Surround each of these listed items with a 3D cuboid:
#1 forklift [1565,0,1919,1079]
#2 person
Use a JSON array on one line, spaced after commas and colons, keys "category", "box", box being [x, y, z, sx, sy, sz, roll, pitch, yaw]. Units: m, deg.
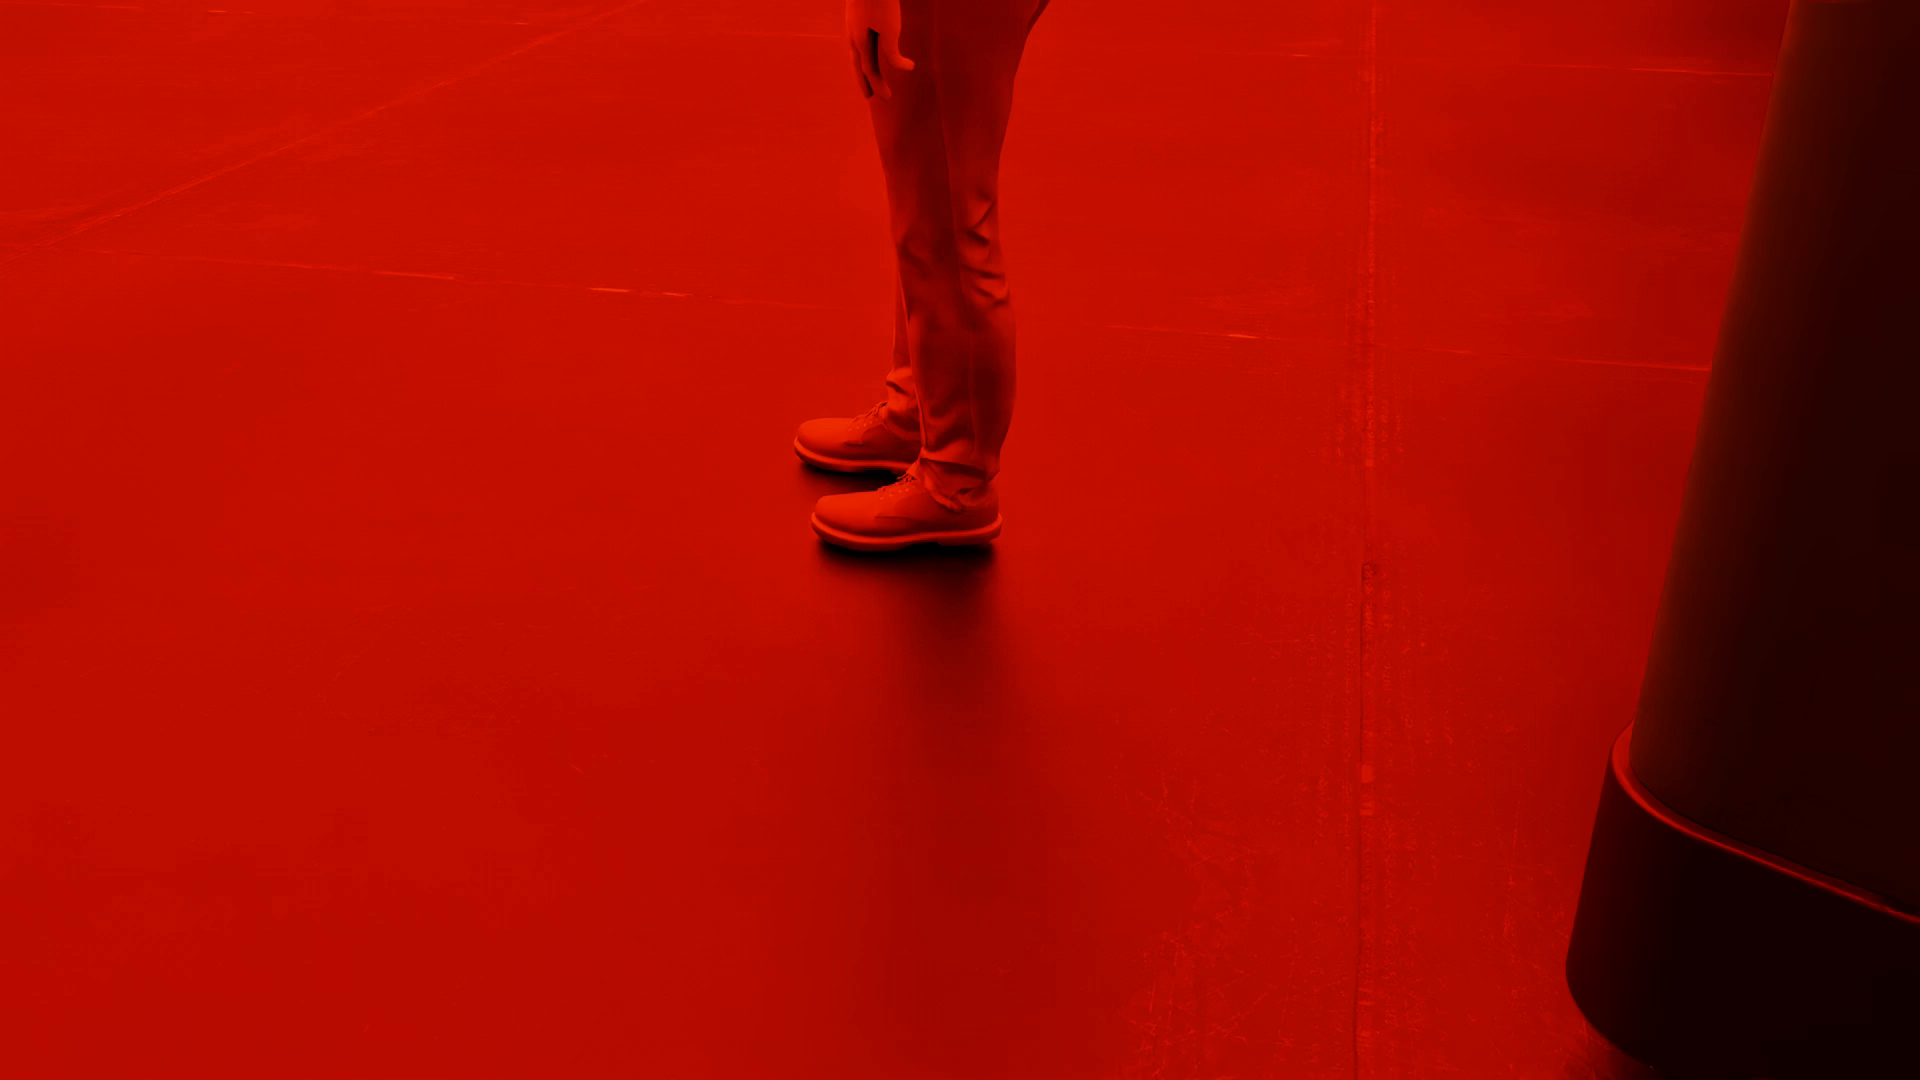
[{"category": "forklift", "box": [2.004, -0.557, 0.351, 3.031, 2.935, 1.130, 21, 34, 36]}, {"category": "person", "box": [-0.066, -0.773, 2.134, 0.529, 1.694, 0.587, 6, 27, 11]}]
